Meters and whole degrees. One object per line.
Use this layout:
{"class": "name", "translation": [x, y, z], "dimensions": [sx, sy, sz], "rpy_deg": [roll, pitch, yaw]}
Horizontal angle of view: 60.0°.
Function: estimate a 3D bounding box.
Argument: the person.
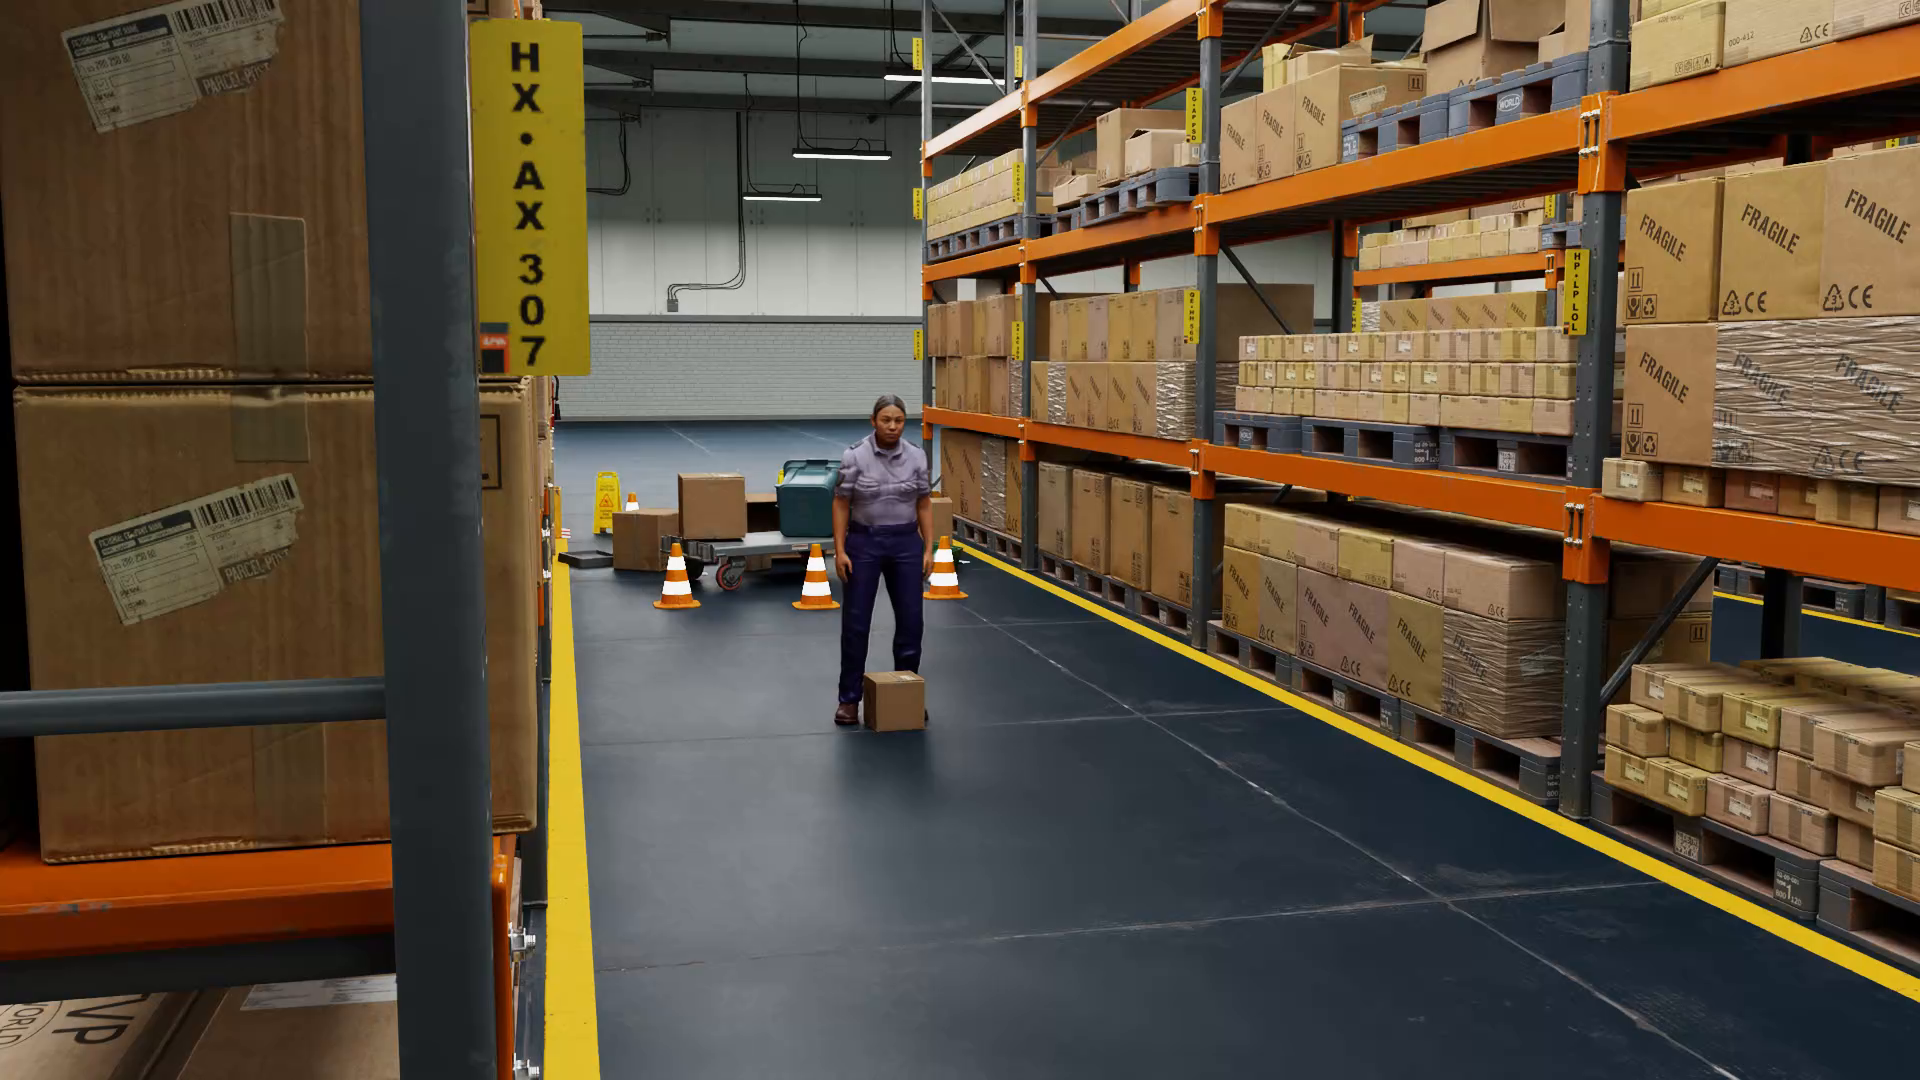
{"class": "person", "translation": [-0.394, 0.083, 8.457], "dimensions": [0.542, 1.652, 0.368], "rpy_deg": [-2, 6, -14]}
